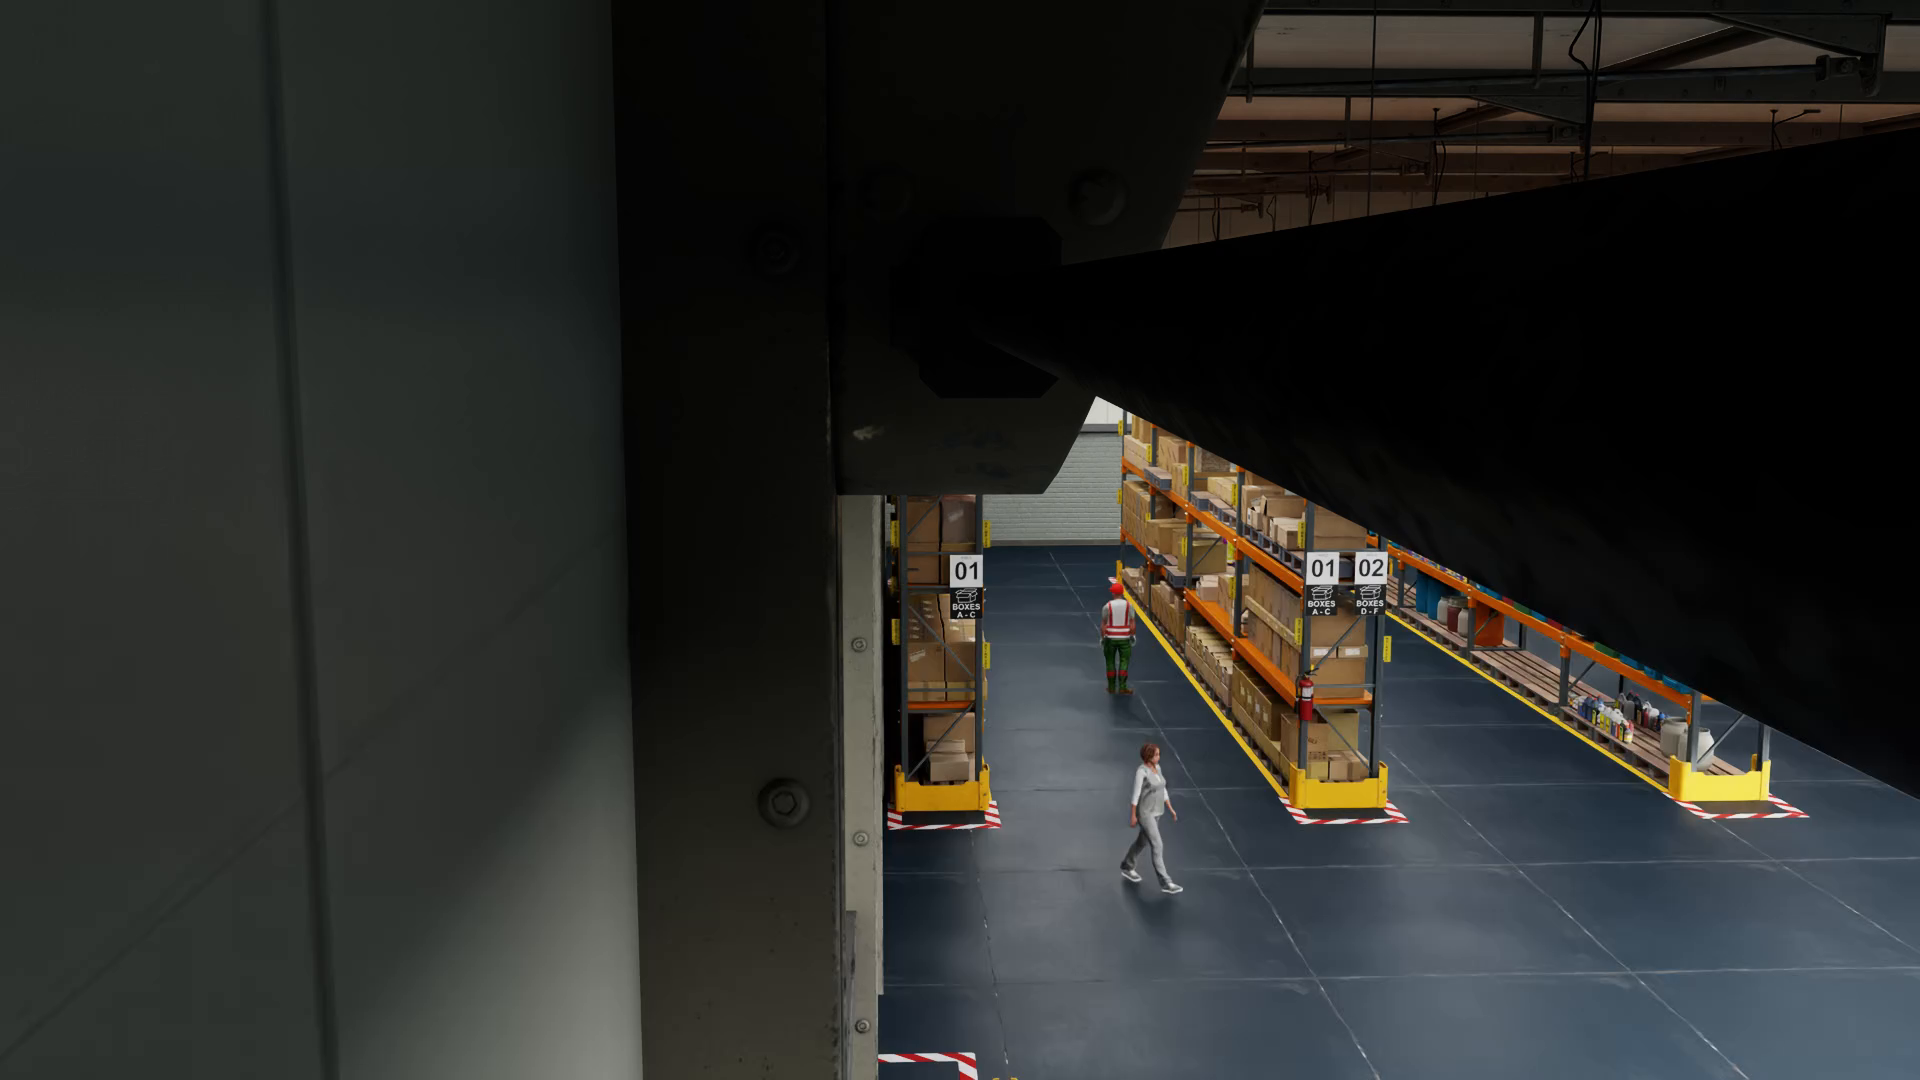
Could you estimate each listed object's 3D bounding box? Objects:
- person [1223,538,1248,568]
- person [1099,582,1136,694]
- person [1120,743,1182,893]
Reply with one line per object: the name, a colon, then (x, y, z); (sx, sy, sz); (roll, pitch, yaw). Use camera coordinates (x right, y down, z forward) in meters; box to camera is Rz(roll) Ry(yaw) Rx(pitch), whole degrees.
person: (5.588, 0.466, 33.946); (0.634, 1.704, 1.077); (0, 8, 0)
person: (2.512, 1.562, 26.452); (0.593, 1.786, 0.506); (0, 8, -2)
person: (2.080, 2.959, 17.774); (0.858, 1.530, 0.460); (5, 10, 32)
